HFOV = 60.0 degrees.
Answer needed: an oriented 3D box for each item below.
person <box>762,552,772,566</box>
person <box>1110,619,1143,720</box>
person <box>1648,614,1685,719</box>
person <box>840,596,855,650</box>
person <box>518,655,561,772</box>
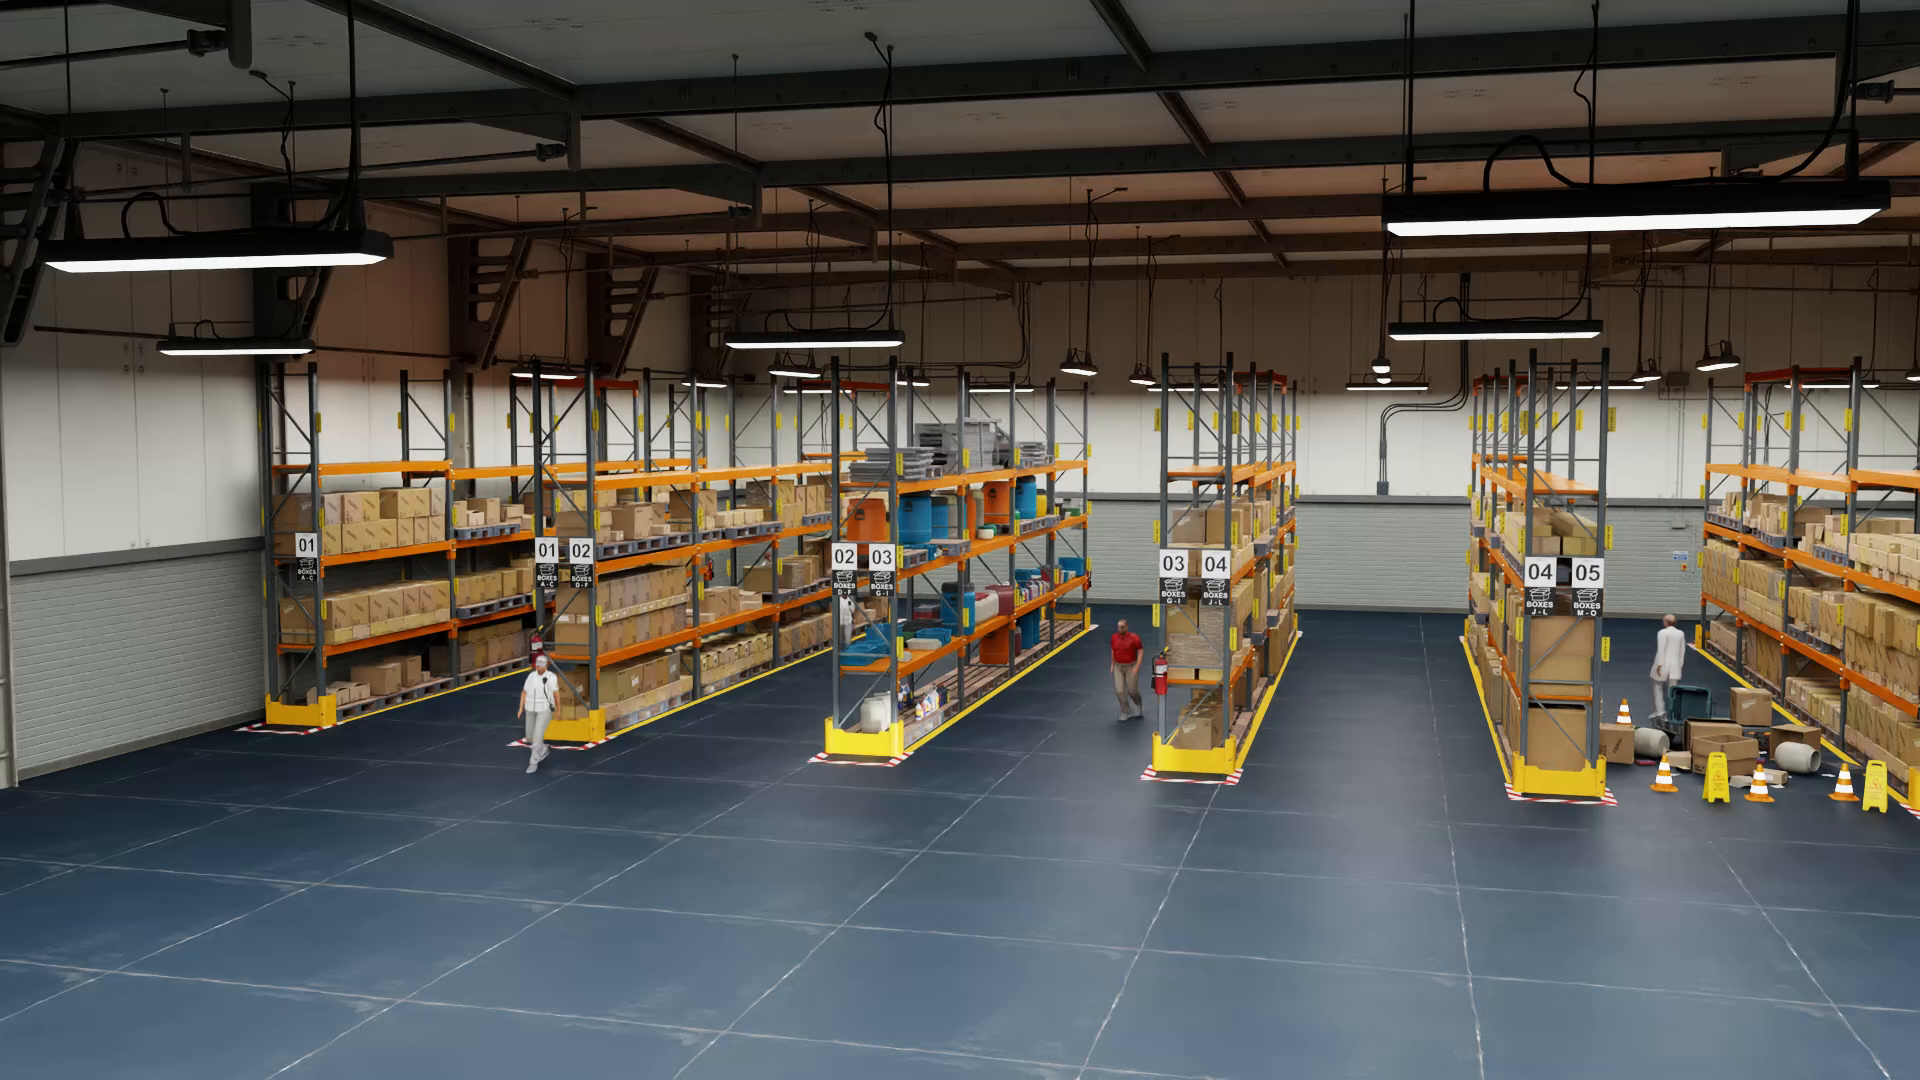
[{"bbox_3d":[-5.049,1.130,43.747,0.445,1.623,0.438,1,4,12],"label":"person"},{"bbox_3d":[2.855,2.176,28.188,0.598,1.707,0.632,2,5,27],"label":"person"},{"bbox_3d":[11.958,2.173,28.016,0.563,1.837,0.605,0,4,7],"label":"person"},{"bbox_3d":[-2.391,1.738,34.384,0.427,1.645,0.984,0,4,5],"label":"person"},{"bbox_3d":[-6.119,2.493,24.175,0.557,1.638,0.822,1,4,10],"label":"person"}]
